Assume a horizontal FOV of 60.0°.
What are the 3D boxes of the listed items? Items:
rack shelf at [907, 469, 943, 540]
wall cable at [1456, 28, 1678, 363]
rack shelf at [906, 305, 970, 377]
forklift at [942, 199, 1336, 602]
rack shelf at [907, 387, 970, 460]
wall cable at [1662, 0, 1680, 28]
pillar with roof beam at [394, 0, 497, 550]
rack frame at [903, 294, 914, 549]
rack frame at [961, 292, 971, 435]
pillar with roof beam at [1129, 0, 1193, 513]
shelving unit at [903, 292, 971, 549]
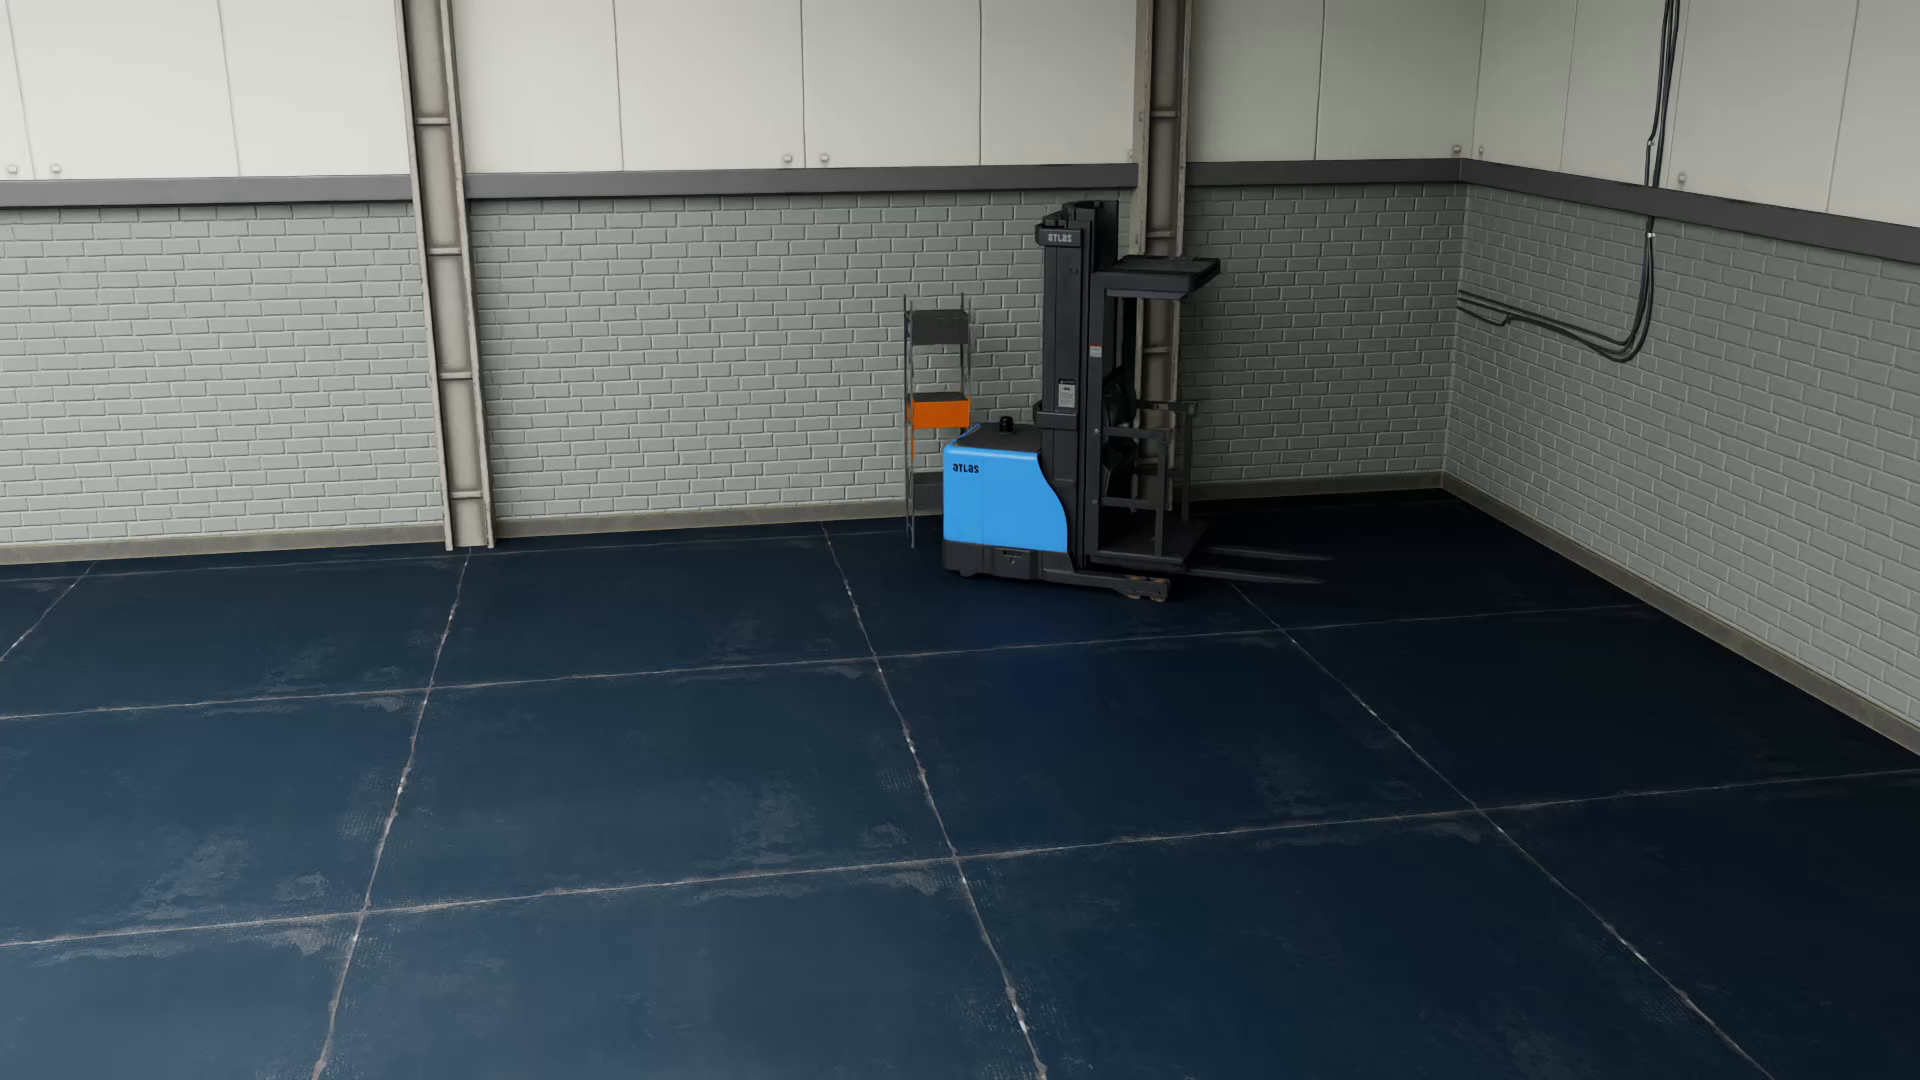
[{"bbox_3d":[-0.189,-0.316,14.196,0.480,0.518,0.431,-3,17,-9],"label":"rack shelf"},{"bbox_3d":[4.864,-2.902,13.722,0.112,2.526,3.097,-3,17,-10],"label":"wall cable"},{"bbox_3d":[-0.189,-1.655,13.785,0.480,0.518,0.431,-3,17,-9],"label":"rack shelf"},{"bbox_3d":[1.427,-1.103,12.912,3.031,2.935,1.130,6,18,18],"label":"forklift"},{"bbox_3d":[-0.189,-0.985,13.990,0.480,0.518,0.431,-3,17,-9],"label":"rack shelf"},{"bbox_3d":[5.378,-4.536,10.442,0.112,2.526,3.097,-3,17,-10],"label":"wall cable"},{"bbox_3d":[-3.353,-3.028,8.845,0.400,9.000,9.100,-3,17,-10],"label":"pillar with roof beam"},{"bbox_3d":[-0.429,-0.986,13.946,0.015,2.100,0.400,-3,17,-9],"label":"rack frame"},{"bbox_3d":[0.051,-1.011,14.026,0.015,2.100,0.400,-3,17,-9],"label":"rack frame"},{"bbox_3d":[2.538,-3.363,9.933,0.400,9.000,9.100,-3,17,-10],"label":"pillar with roof beam"},{"bbox_3d":[-0.189,-0.998,13.986,0.503,2.100,0.431,-3,17,-9],"label":"shelving unit"}]
